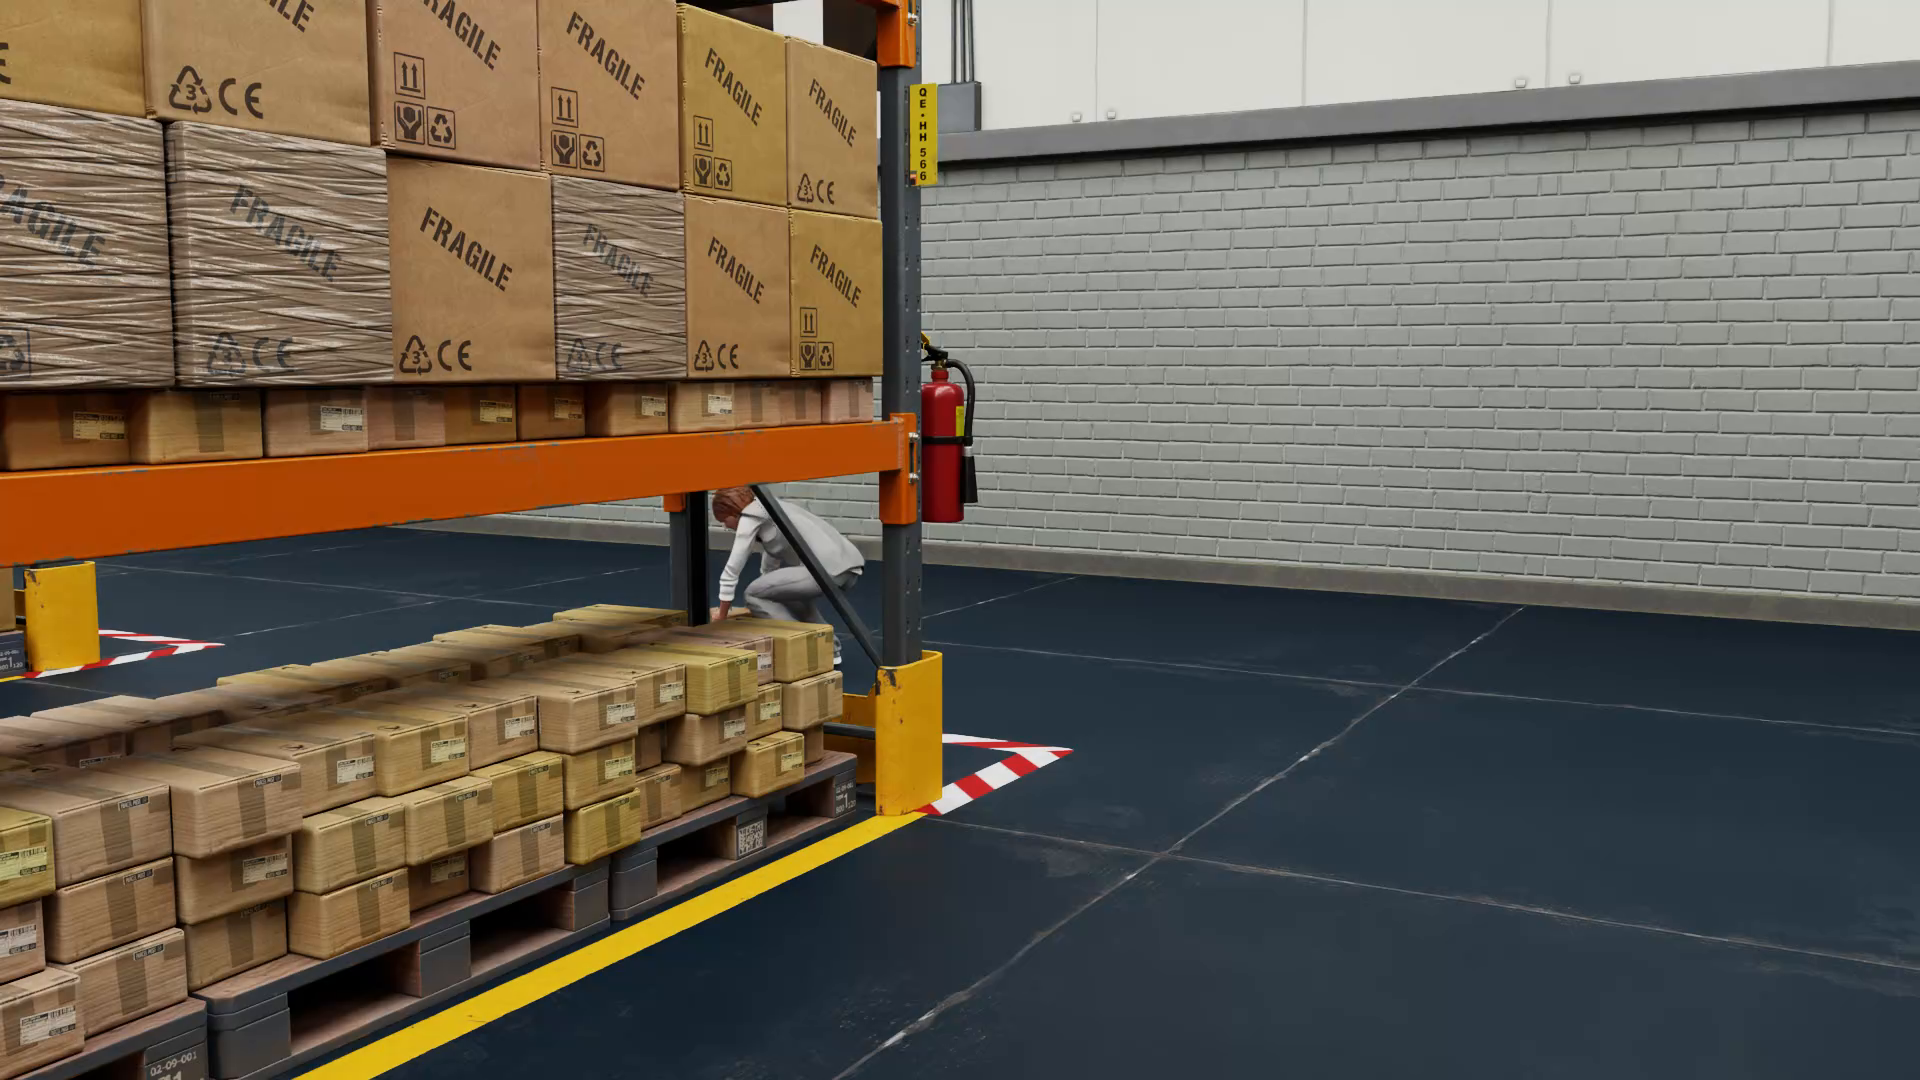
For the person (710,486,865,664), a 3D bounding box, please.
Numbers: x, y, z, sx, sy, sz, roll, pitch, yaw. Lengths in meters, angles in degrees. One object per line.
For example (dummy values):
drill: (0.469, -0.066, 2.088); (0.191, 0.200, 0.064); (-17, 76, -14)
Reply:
person: (-0.855, 0.177, 8.153); (0.792, 0.906, 0.447); (3, 7, 28)
